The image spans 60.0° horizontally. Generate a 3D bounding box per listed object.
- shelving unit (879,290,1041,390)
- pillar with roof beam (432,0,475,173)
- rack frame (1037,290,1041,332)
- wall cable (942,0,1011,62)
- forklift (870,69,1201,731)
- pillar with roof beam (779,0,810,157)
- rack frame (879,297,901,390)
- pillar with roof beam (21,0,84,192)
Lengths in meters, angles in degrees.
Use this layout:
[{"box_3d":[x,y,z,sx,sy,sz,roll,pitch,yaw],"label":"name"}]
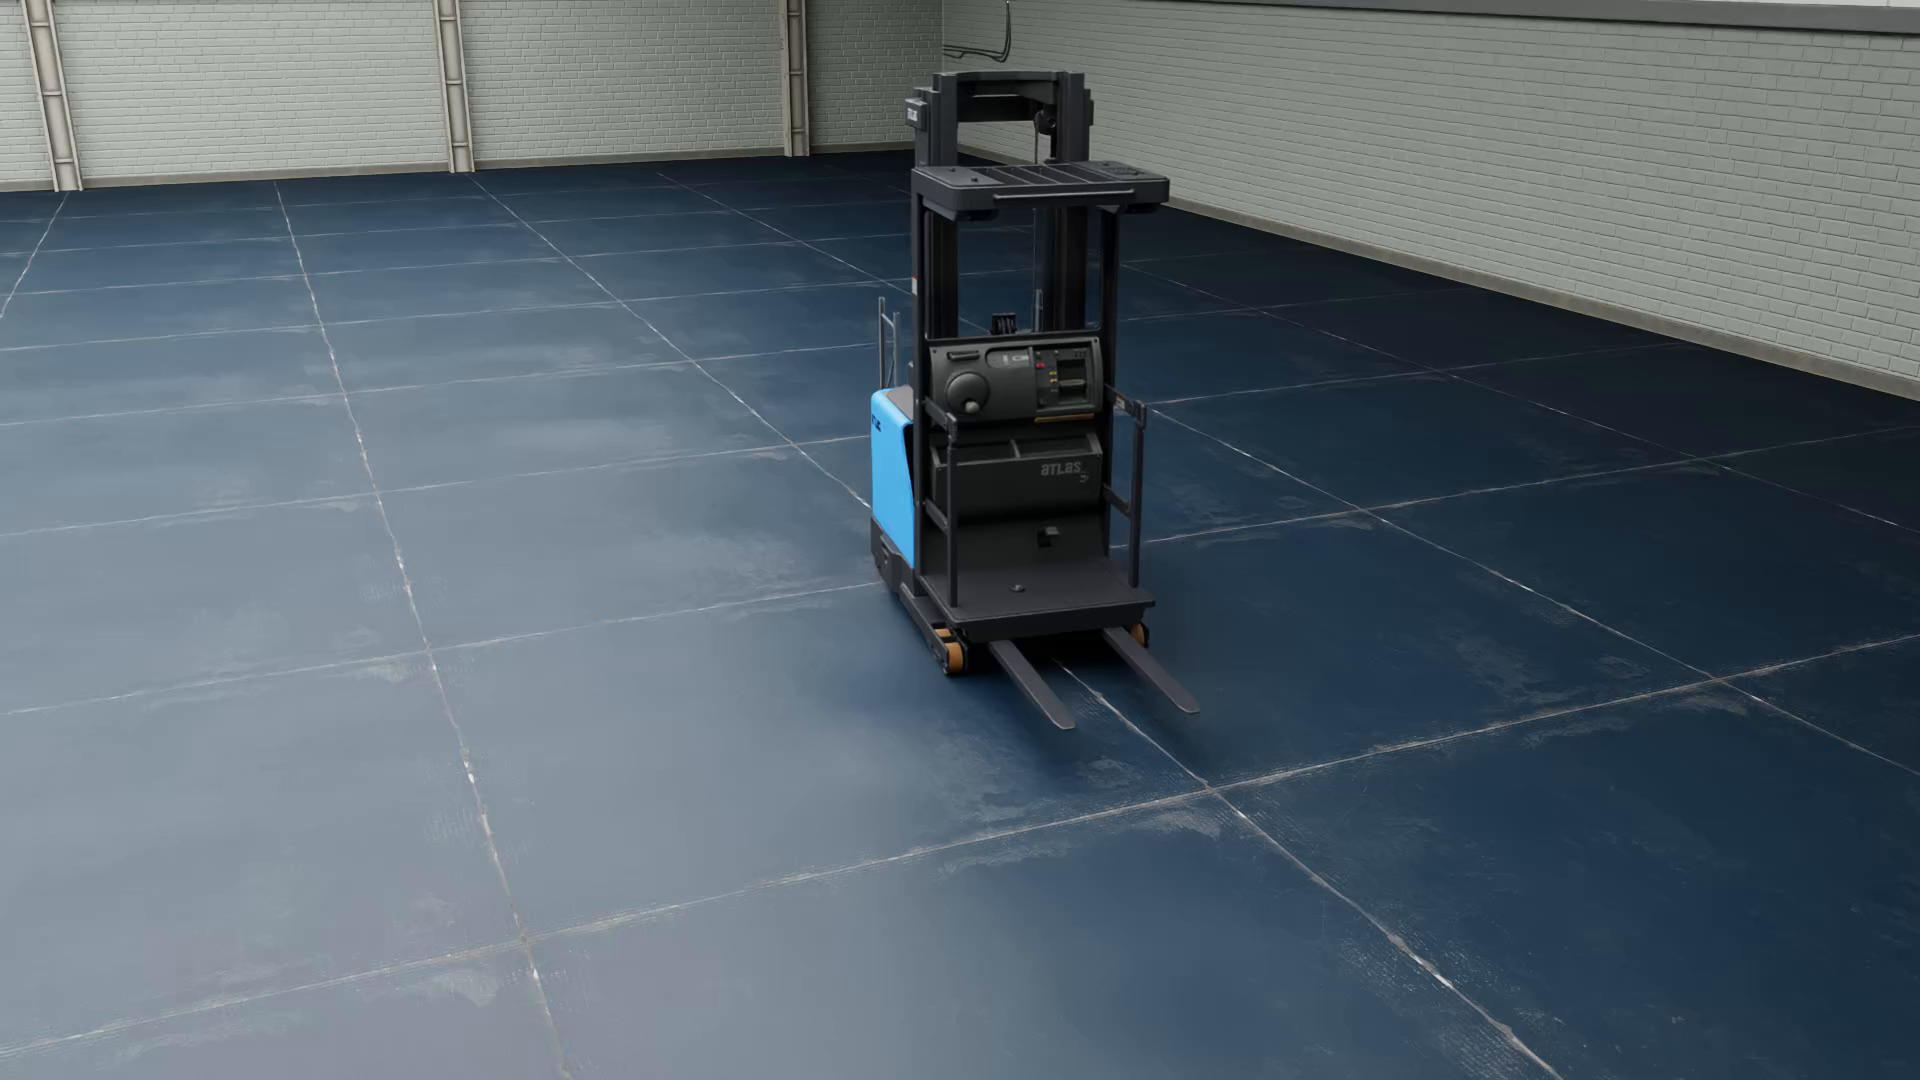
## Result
[{"box_3d":[0.058,-0.751,10.397,1.083,1.500,0.587,-5,20,-13],"label":"shelving unit"},{"box_3d":[-6.813,-9.240,23.215,0.400,9.000,9.100,-8,21,-22],"label":"pillar with roof beam"},{"box_3d":[0.561,-0.792,10.512,0.032,1.500,0.500,-5,20,-13],"label":"rack frame"},{"box_3d":[0.220,-9.862,29.656,0.112,2.526,3.097,-8,21,-22],"label":"wall cable"},{"box_3d":[0.361,-0.837,8.485,1.130,2.935,3.031,-6,20,-15],"label":"forklift"},{"box_3d":[-1.304,-10.029,25.456,0.400,9.000,9.100,-8,21,-22],"label":"pillar with roof beam"},{"box_3d":[-0.427,-0.712,10.286,0.032,1.500,0.500,-5,20,-13],"label":"rack frame"},{"box_3d":[-12.322,-8.451,20.973,0.400,9.000,9.100,-8,21,-22],"label":"pillar with roof beam"}]
